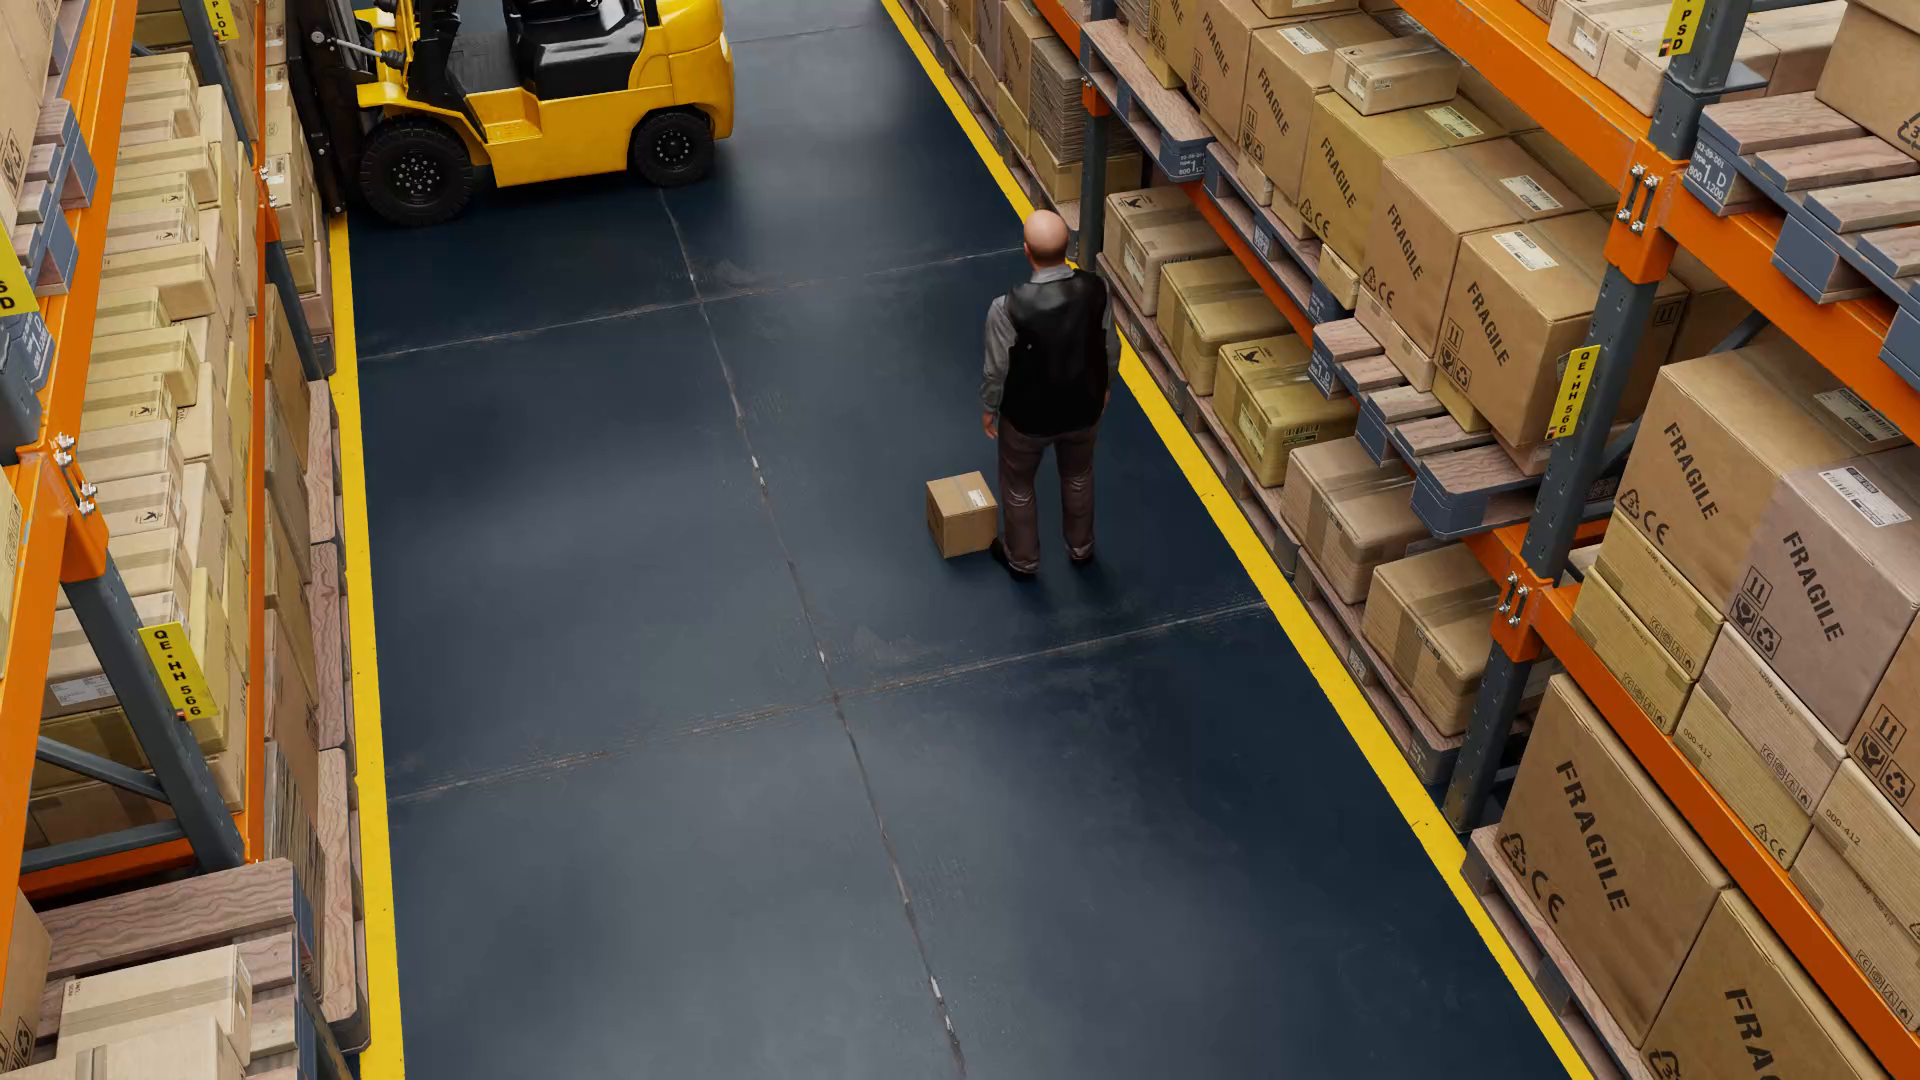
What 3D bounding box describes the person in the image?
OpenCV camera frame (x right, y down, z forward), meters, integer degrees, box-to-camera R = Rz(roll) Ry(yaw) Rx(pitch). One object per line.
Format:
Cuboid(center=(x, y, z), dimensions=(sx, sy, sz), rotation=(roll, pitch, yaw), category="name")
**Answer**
Cuboid(center=(0.364, -0.540, 6.780), dimensions=(0.579, 1.720, 0.420), rotation=(-12, 43, -13), category="person")
